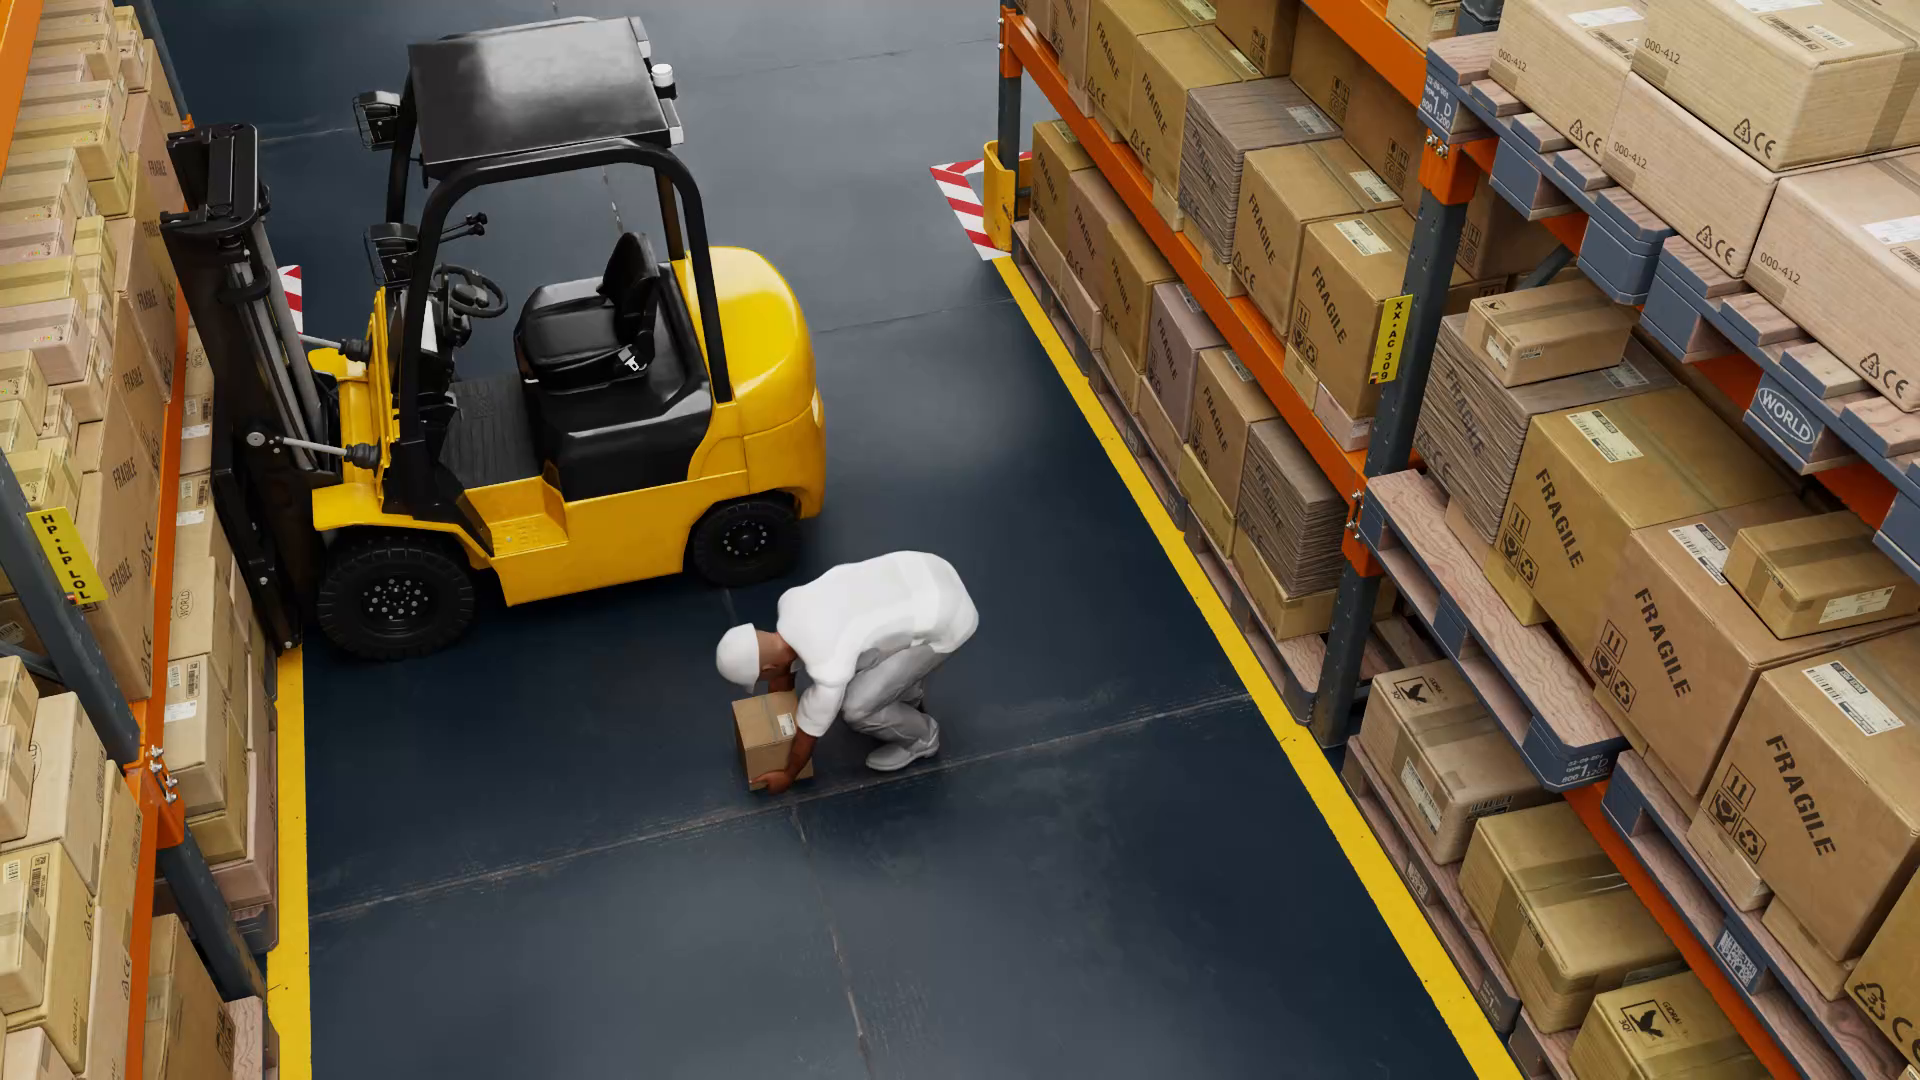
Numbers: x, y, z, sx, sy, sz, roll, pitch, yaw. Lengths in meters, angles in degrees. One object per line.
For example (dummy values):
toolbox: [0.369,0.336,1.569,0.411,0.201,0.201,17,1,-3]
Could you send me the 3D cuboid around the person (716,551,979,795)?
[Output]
person: [-0.420,0.499,6.291,0.980,0.862,0.517,-13,44,-14]
